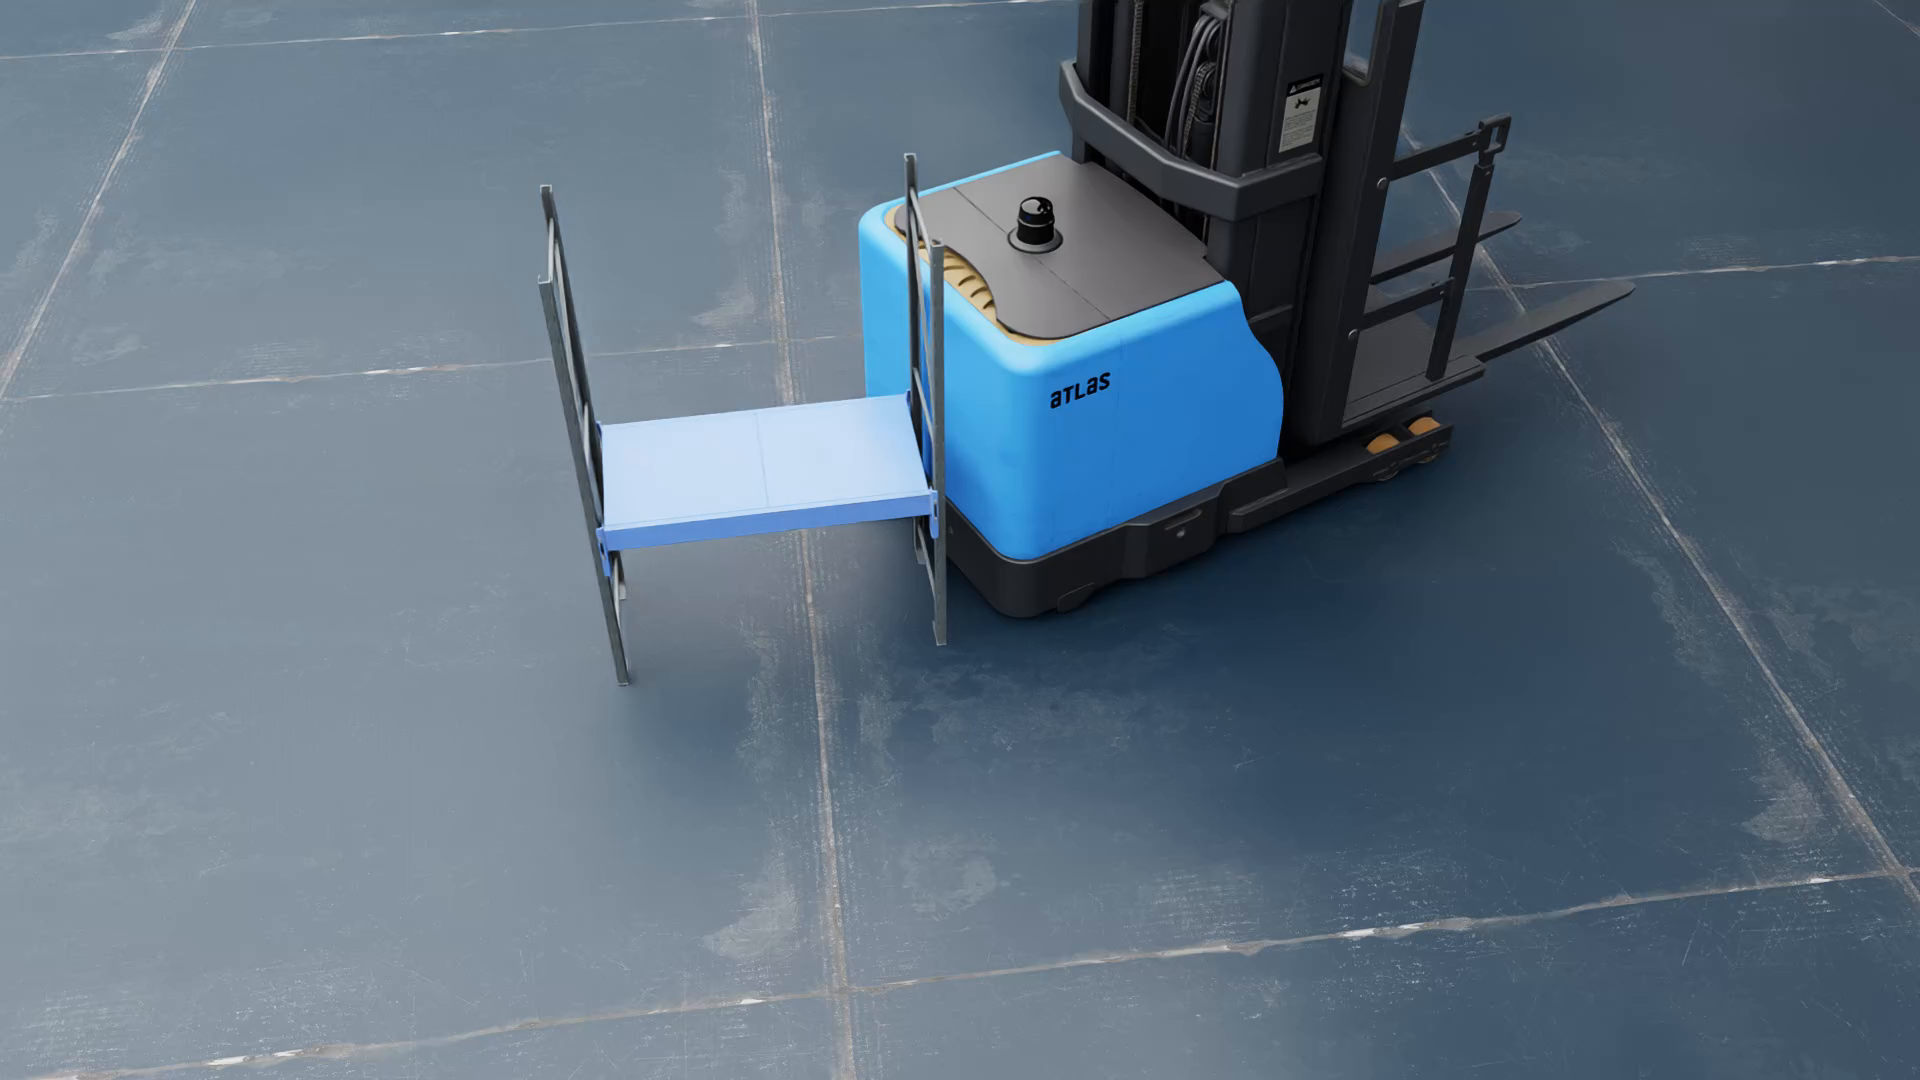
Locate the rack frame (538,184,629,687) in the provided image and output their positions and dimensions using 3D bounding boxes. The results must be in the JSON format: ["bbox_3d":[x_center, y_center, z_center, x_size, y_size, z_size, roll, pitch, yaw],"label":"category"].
[{"bbox_3d":[-1.102,-0.262,4.920,0.032,1.500,0.500,-7,42,-7],"label":"rack frame"}]

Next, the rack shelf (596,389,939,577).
[{"bbox_3d":[-0.602,-0.187,5.106,1.000,0.185,0.538,-7,42,-7],"label":"rack shelf"}]

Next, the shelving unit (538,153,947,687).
[{"bbox_3d":[-0.602,-0.320,4.985,1.048,1.500,0.538,-7,42,-7],"label":"shelving unit"}]

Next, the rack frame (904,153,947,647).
[{"bbox_3d":[-0.101,-0.379,5.050,0.032,1.500,0.500,-7,42,-7],"label":"rack frame"}]

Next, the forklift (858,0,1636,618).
[{"bbox_3d":[1.186,-1.583,5.317,3.031,2.935,1.130,-22,47,-23],"label":"forklift"}]
